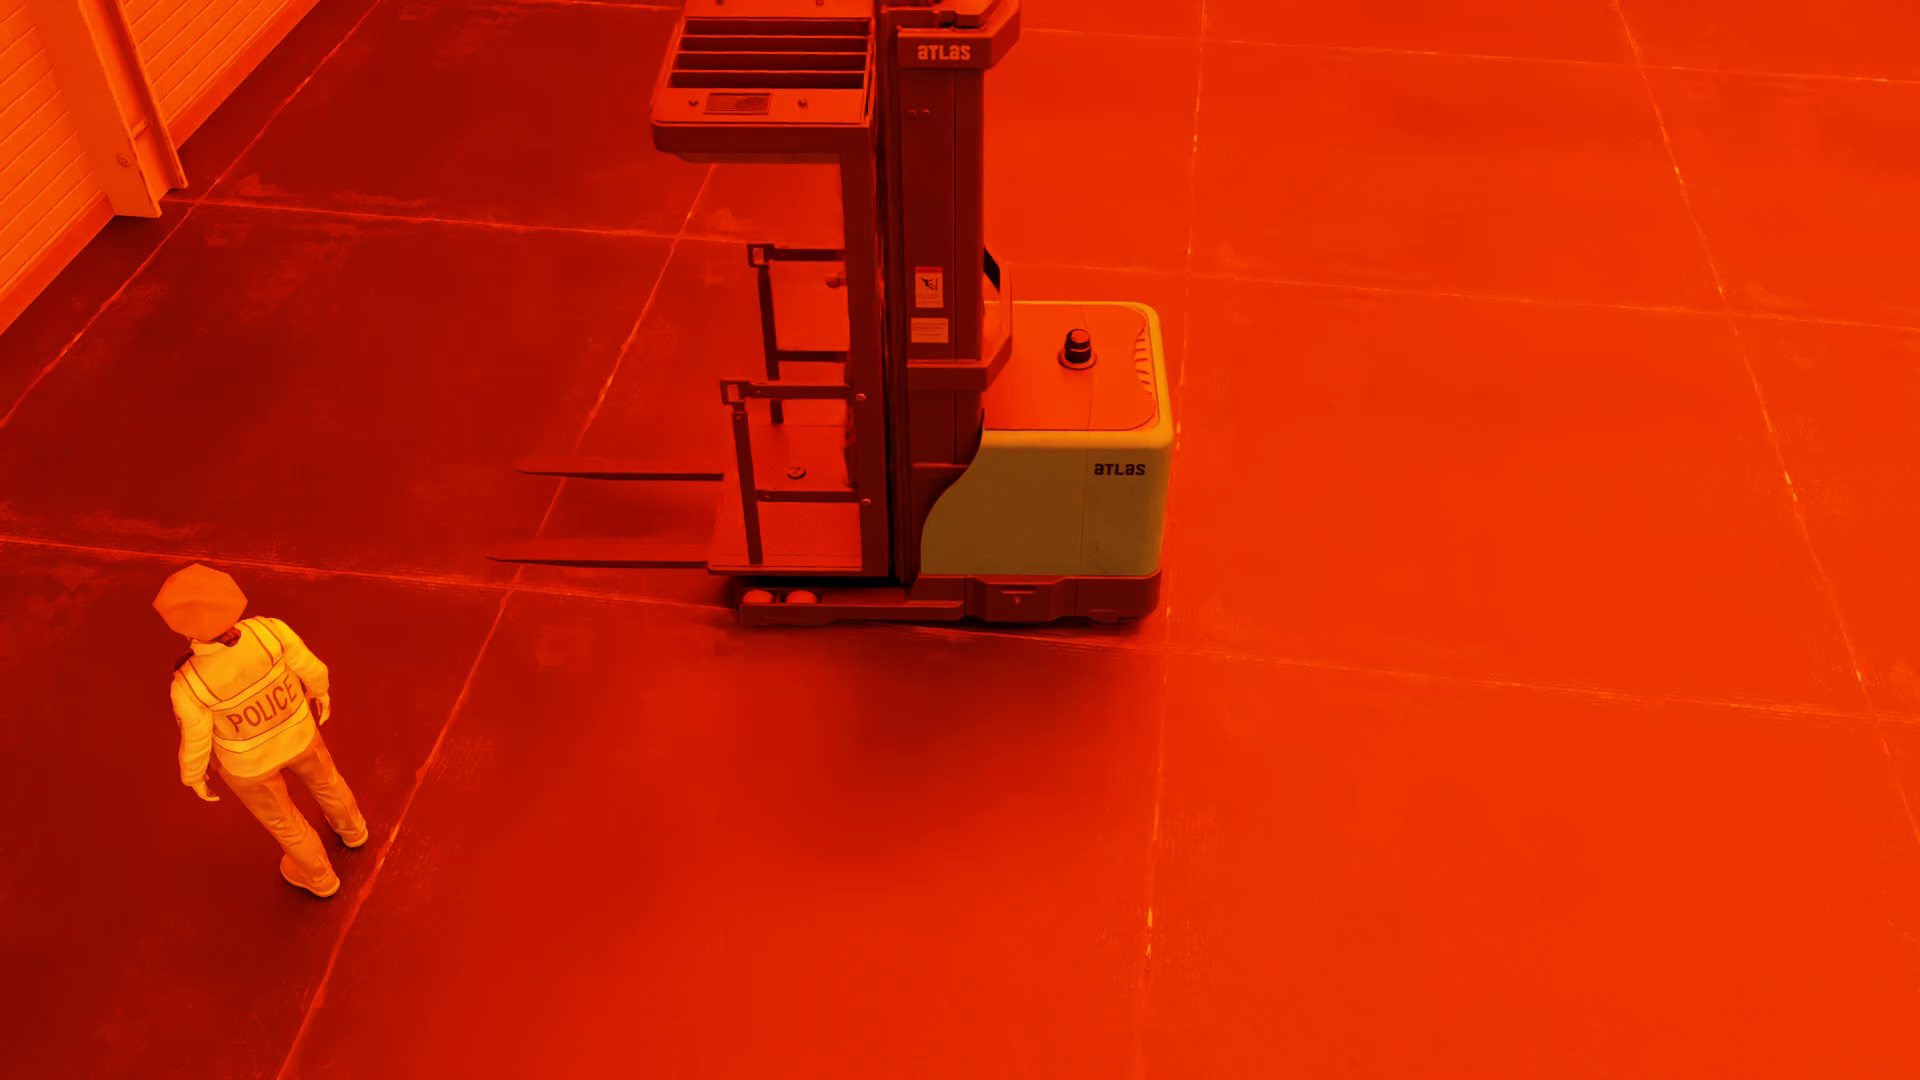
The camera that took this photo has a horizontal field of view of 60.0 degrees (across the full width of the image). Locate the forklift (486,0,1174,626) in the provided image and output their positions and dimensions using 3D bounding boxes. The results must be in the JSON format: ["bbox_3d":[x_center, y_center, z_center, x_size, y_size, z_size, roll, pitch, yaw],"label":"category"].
[{"bbox_3d":[-0.617,-1.051,6.868,3.031,2.935,1.130,1,43,1],"label":"forklift"}]

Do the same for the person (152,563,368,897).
[{"bbox_3d":[-2.497,0.680,5.888,0.532,1.694,0.584,31,51,29],"label":"person"}]
